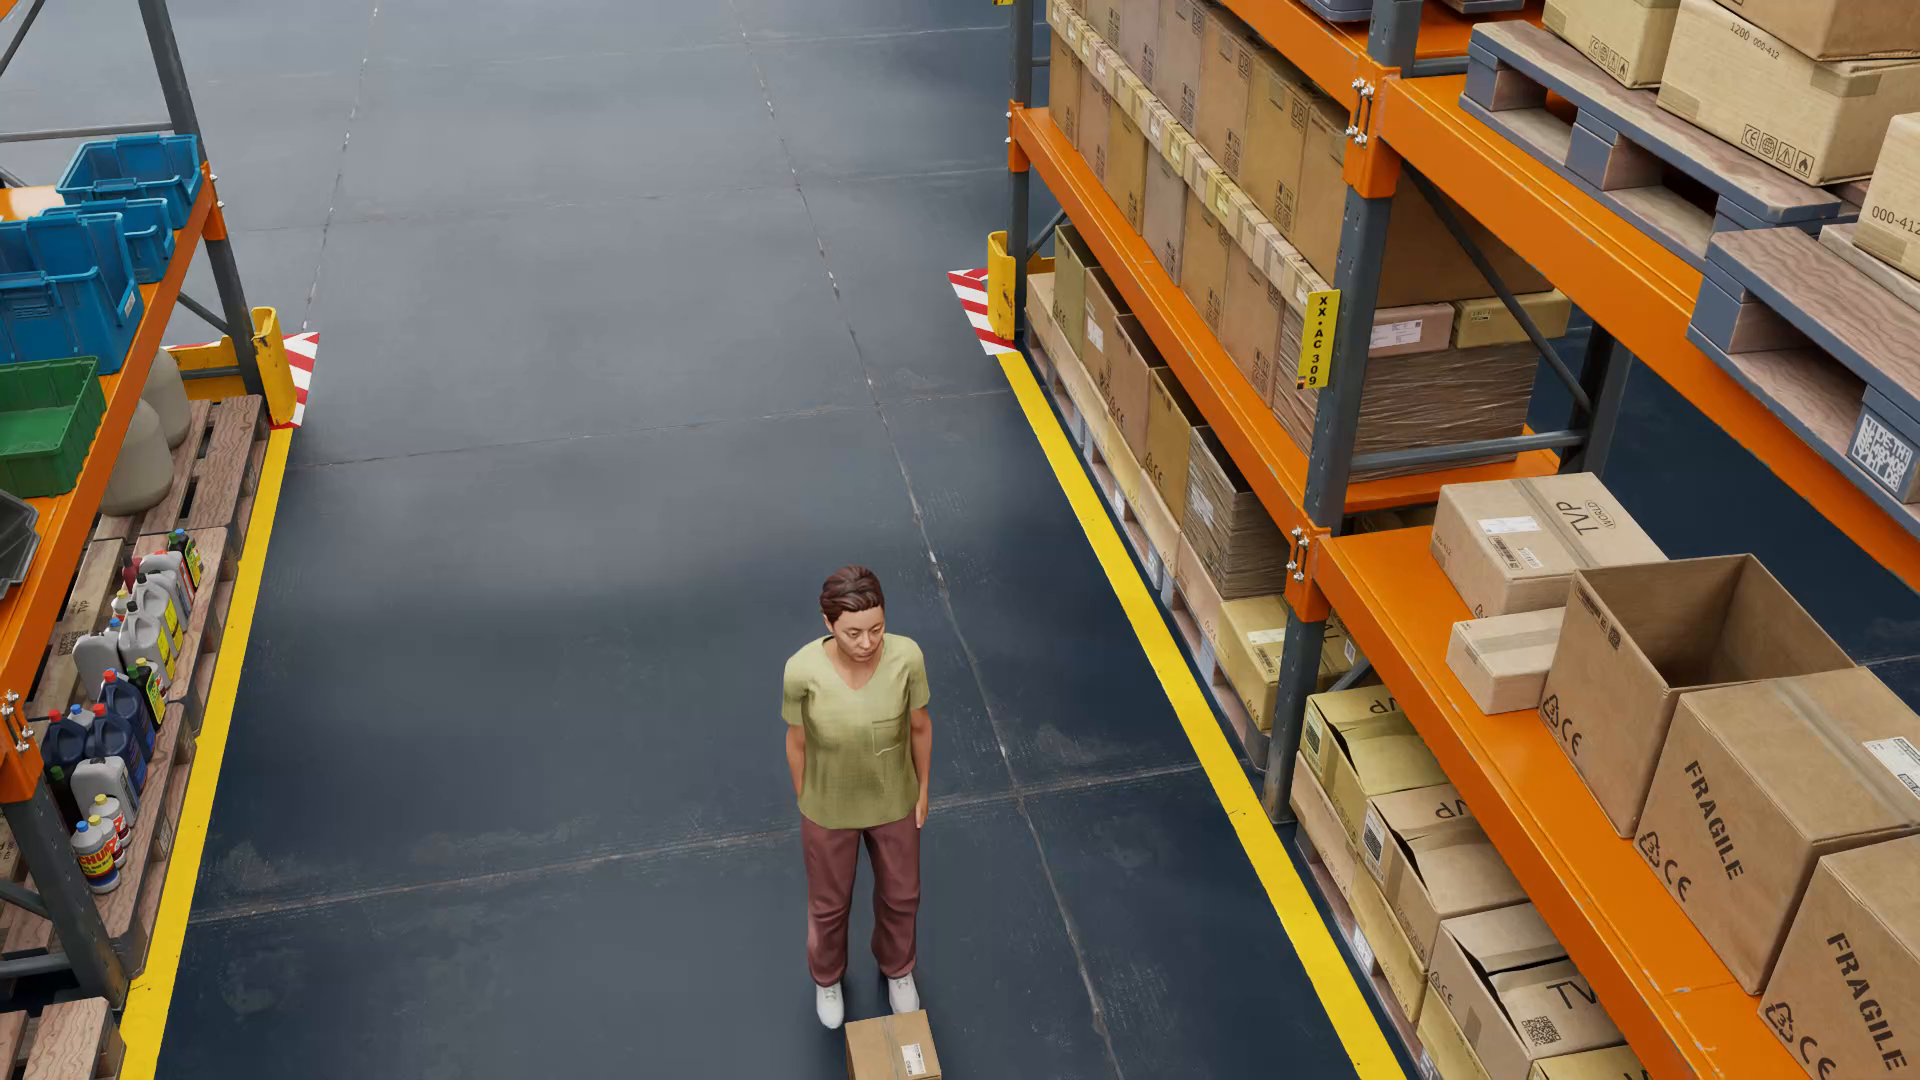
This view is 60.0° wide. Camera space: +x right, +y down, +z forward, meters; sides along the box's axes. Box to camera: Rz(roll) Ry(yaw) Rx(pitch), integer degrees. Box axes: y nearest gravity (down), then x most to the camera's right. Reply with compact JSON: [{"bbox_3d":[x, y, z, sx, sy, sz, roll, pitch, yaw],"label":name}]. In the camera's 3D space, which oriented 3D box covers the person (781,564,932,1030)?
[{"bbox_3d":[-0.293,0.791,5.016,0.441,1.690,0.345,-7,35,-9],"label":"person"}]
